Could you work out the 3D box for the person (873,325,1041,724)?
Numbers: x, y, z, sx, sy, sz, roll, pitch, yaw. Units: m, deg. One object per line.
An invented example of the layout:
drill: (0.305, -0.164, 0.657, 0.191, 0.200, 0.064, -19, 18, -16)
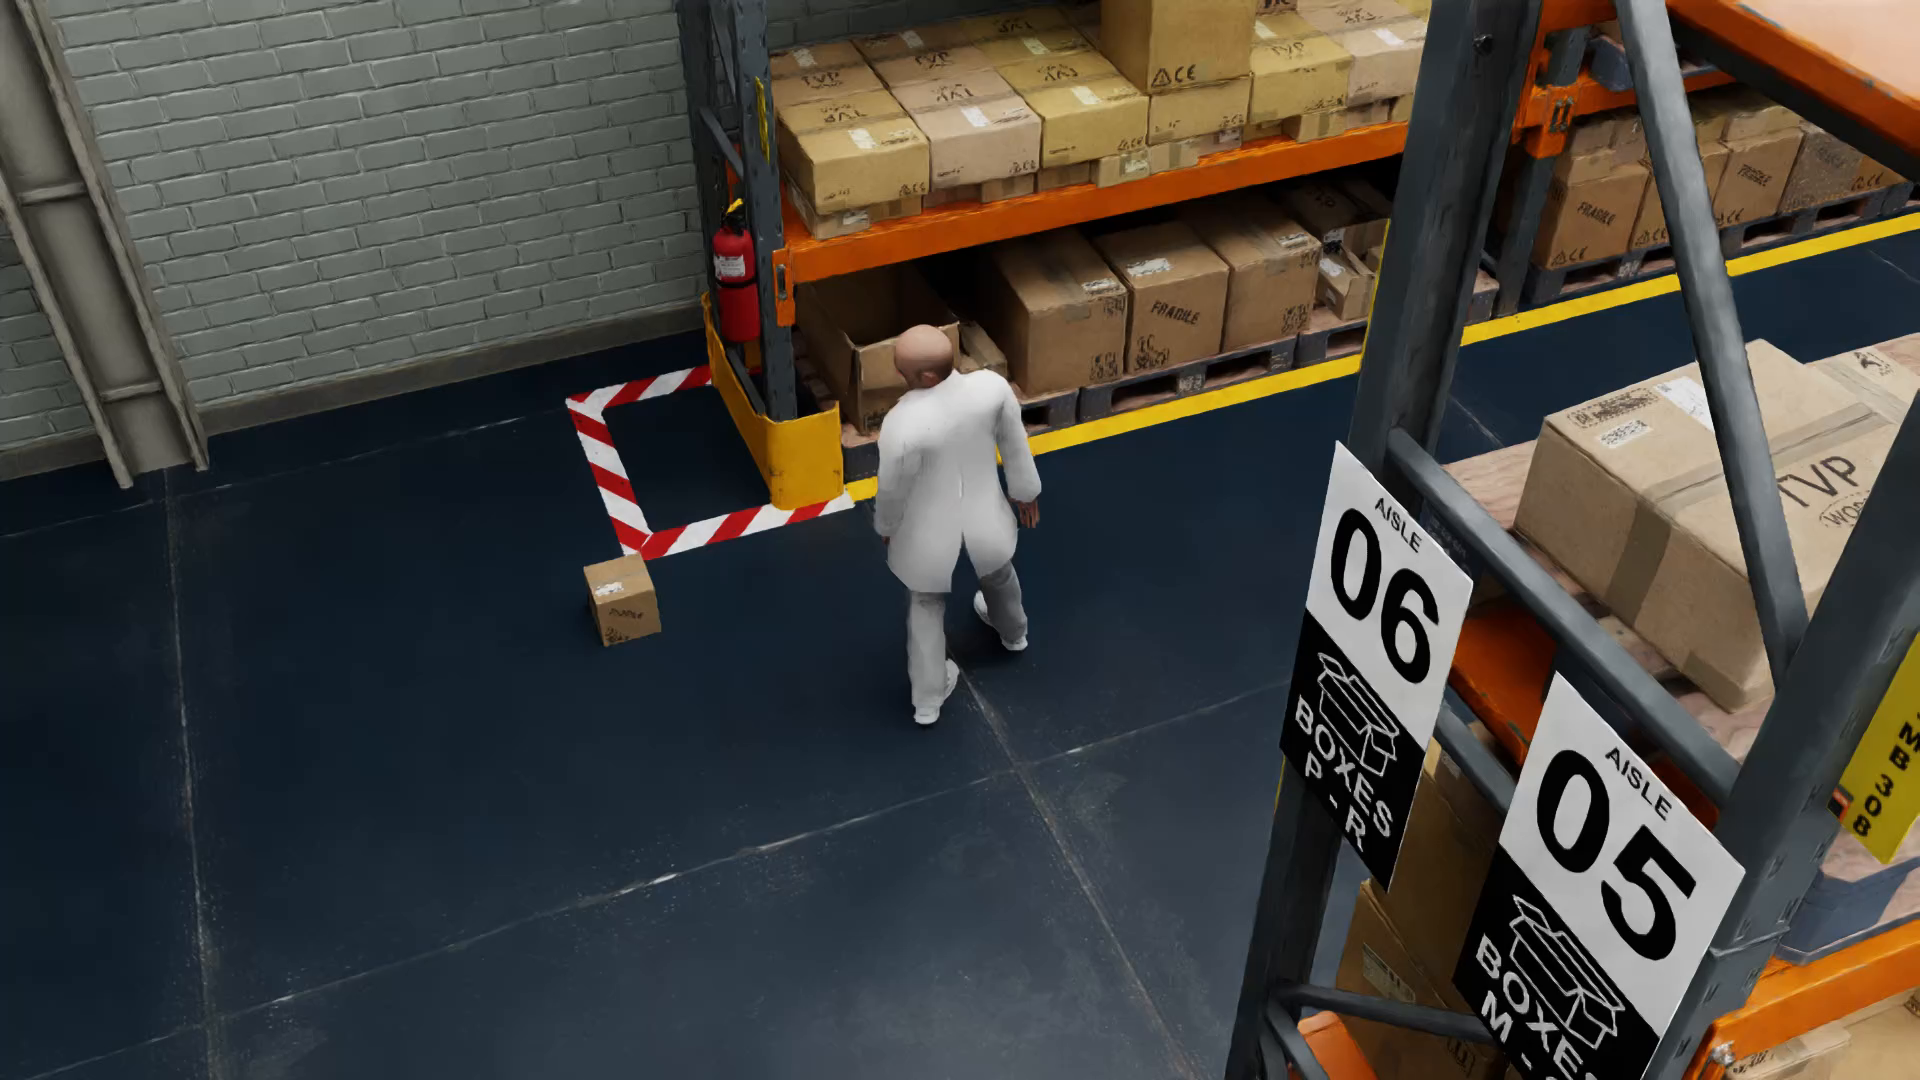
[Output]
person: (-0.037, -0.136, 6.351, 0.682, 1.774, 0.619, -15, 43, -16)
